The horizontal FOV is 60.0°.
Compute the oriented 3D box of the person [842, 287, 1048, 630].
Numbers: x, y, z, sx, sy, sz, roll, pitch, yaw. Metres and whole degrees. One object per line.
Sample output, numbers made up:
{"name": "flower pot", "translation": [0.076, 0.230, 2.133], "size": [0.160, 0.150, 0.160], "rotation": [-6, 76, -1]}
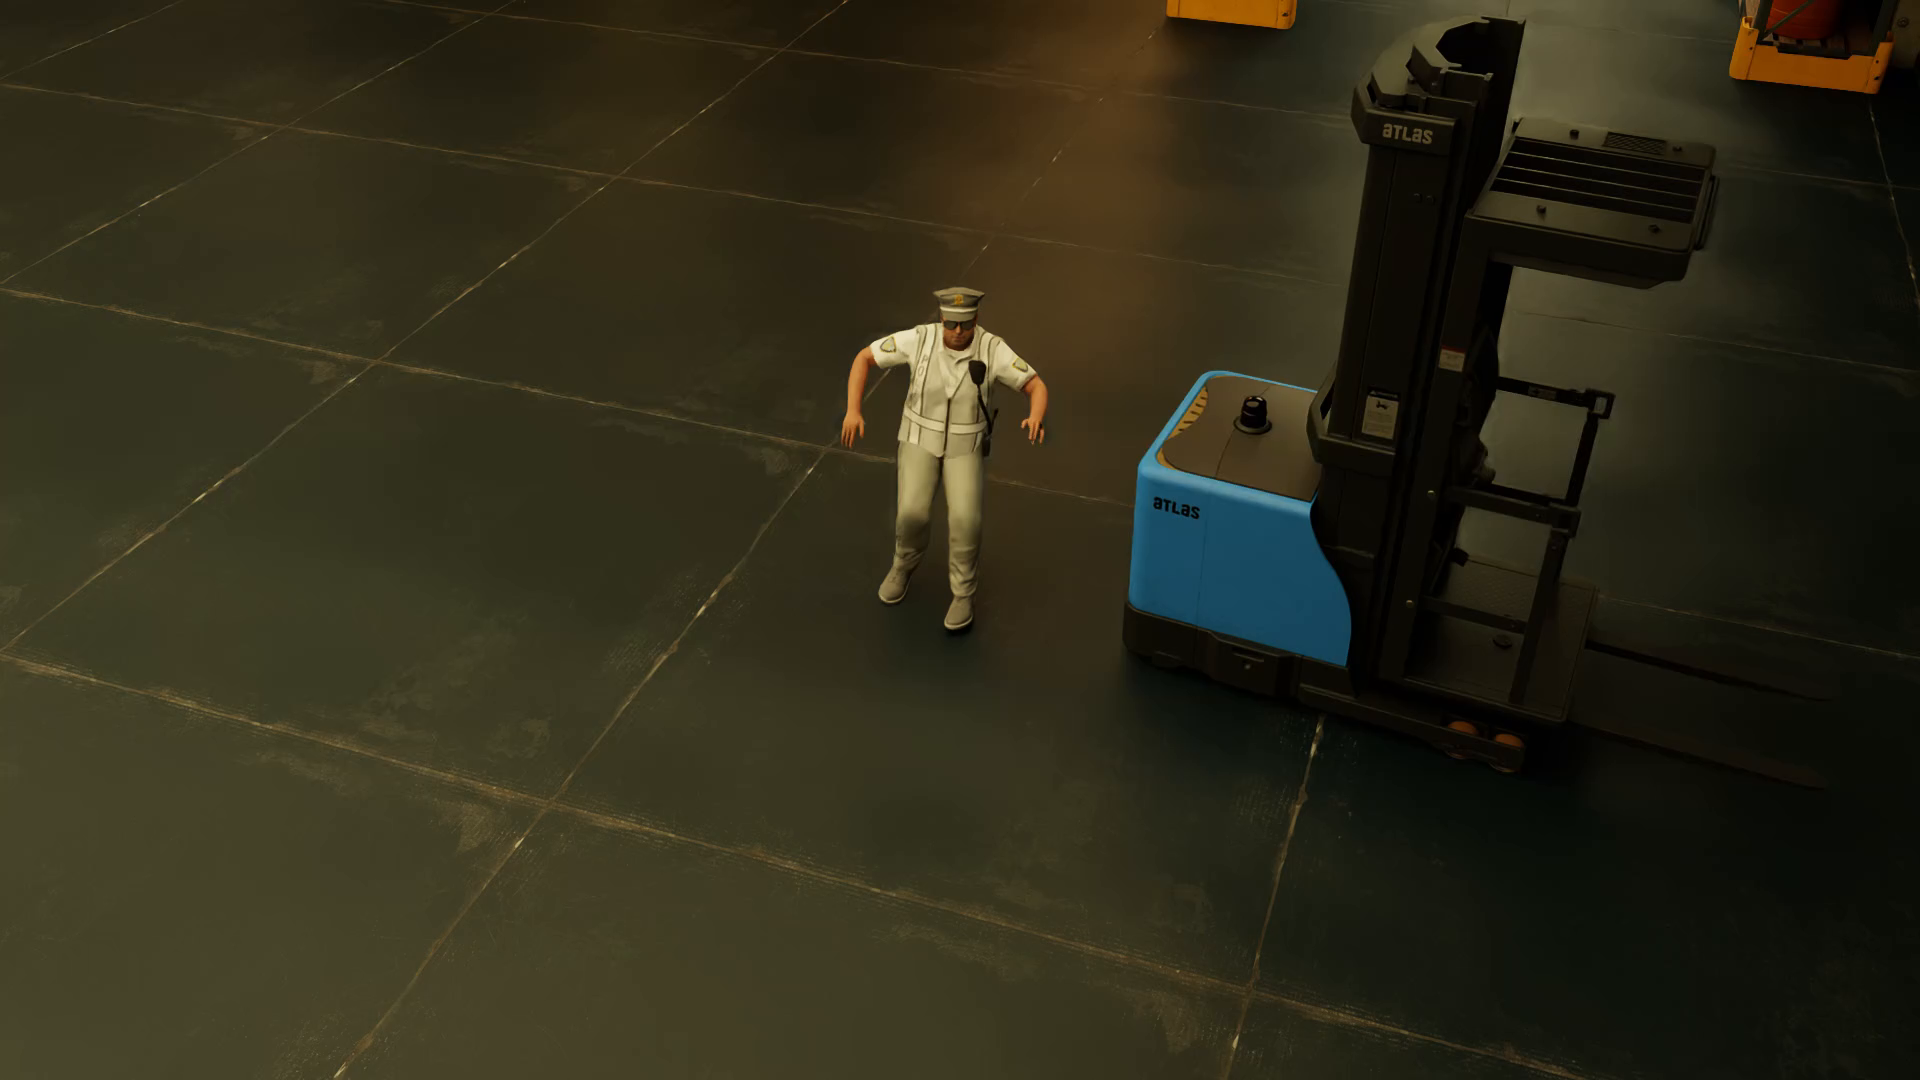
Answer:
{"name": "person", "translation": [-0.067, -0.412, 7.899], "size": [0.980, 1.537, 0.871], "rotation": [-3, 35, -5]}

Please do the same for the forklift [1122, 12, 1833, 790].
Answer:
{"name": "forklift", "translation": [2.325, -0.539, 6.871], "size": [3.031, 2.935, 1.130], "rotation": [15, 38, 20]}
